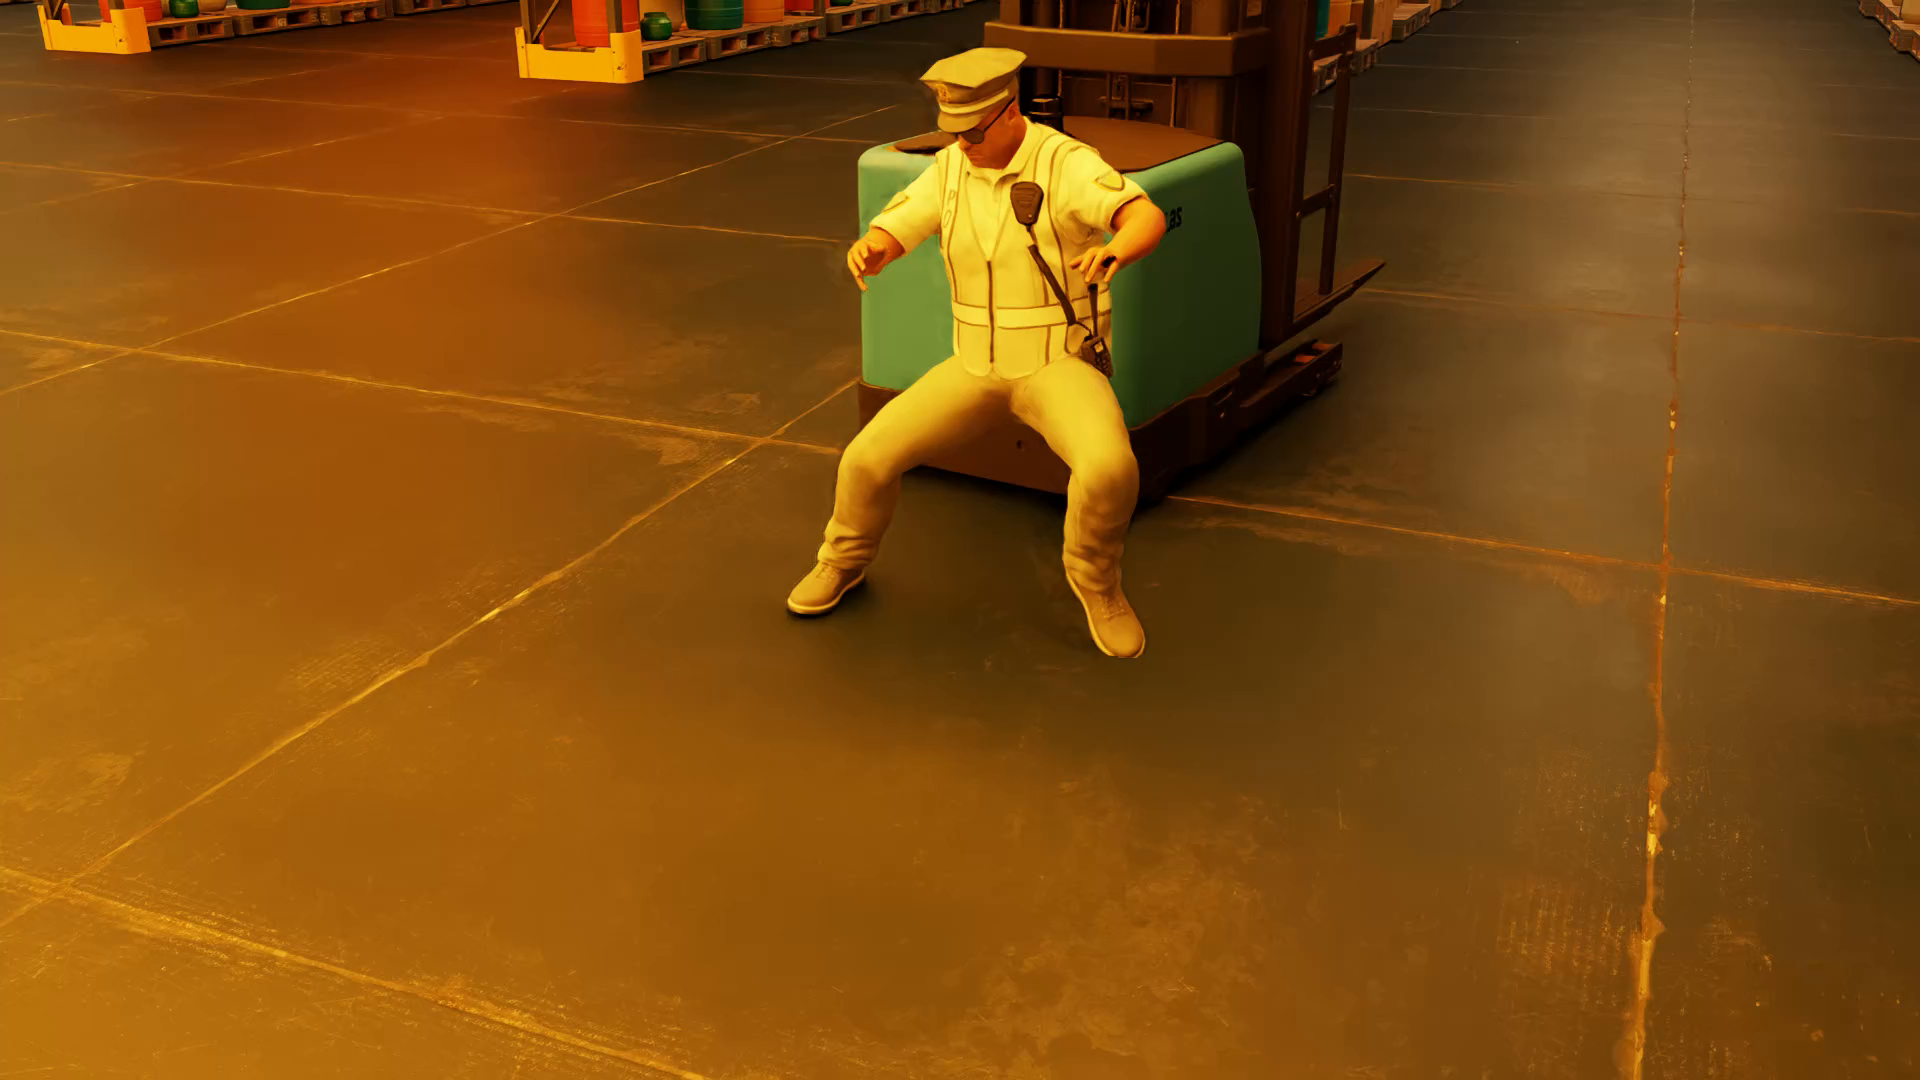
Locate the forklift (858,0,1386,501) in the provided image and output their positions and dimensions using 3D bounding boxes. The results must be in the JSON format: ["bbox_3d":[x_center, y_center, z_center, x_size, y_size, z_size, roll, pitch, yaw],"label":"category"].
[{"bbox_3d":[0.856,-1.986,6.043,1.130,2.935,3.031,13,26,29],"label":"forklift"}]

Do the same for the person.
[{"bbox_3d":[0.053,-0.462,4.278,1.013,1.524,0.785,14,27,30],"label":"person"}]
